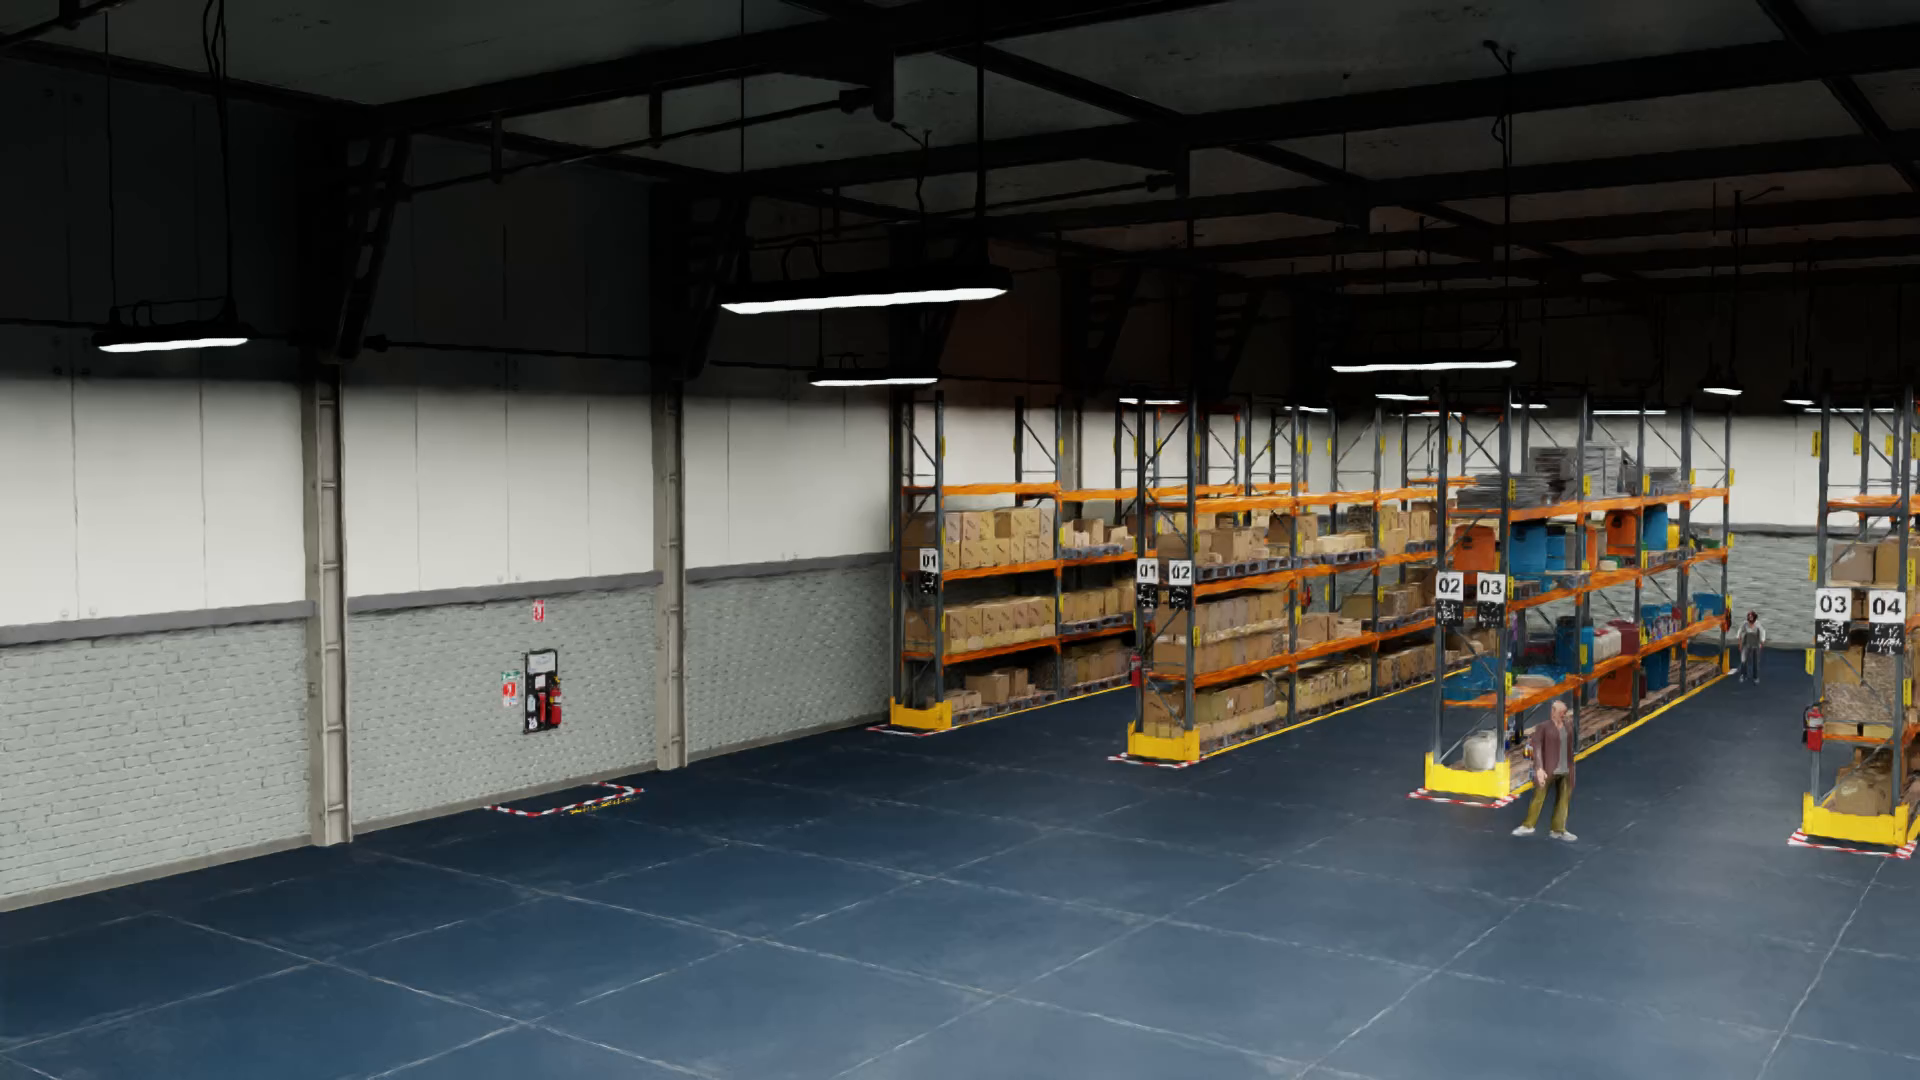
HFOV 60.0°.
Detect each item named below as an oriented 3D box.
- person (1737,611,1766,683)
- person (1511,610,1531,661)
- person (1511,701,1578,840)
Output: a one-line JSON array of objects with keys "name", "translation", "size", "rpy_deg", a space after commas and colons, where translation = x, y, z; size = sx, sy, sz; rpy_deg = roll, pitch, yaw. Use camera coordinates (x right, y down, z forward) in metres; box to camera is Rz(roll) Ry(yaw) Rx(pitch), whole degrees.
[{"name": "person", "translation": [16.770, 2.256, 35.241], "size": [0.566, 1.541, 0.519], "rpy_deg": [2, 4, 32]}, {"name": "person", "translation": [12.199, 2.198, 36.140], "size": [0.432, 1.524, 0.947], "rpy_deg": [2, 4, 34]}, {"name": "person", "translation": [7.468, 2.924, 21.205], "size": [0.777, 1.775, 0.509], "rpy_deg": [-1, 3, -10]}]
